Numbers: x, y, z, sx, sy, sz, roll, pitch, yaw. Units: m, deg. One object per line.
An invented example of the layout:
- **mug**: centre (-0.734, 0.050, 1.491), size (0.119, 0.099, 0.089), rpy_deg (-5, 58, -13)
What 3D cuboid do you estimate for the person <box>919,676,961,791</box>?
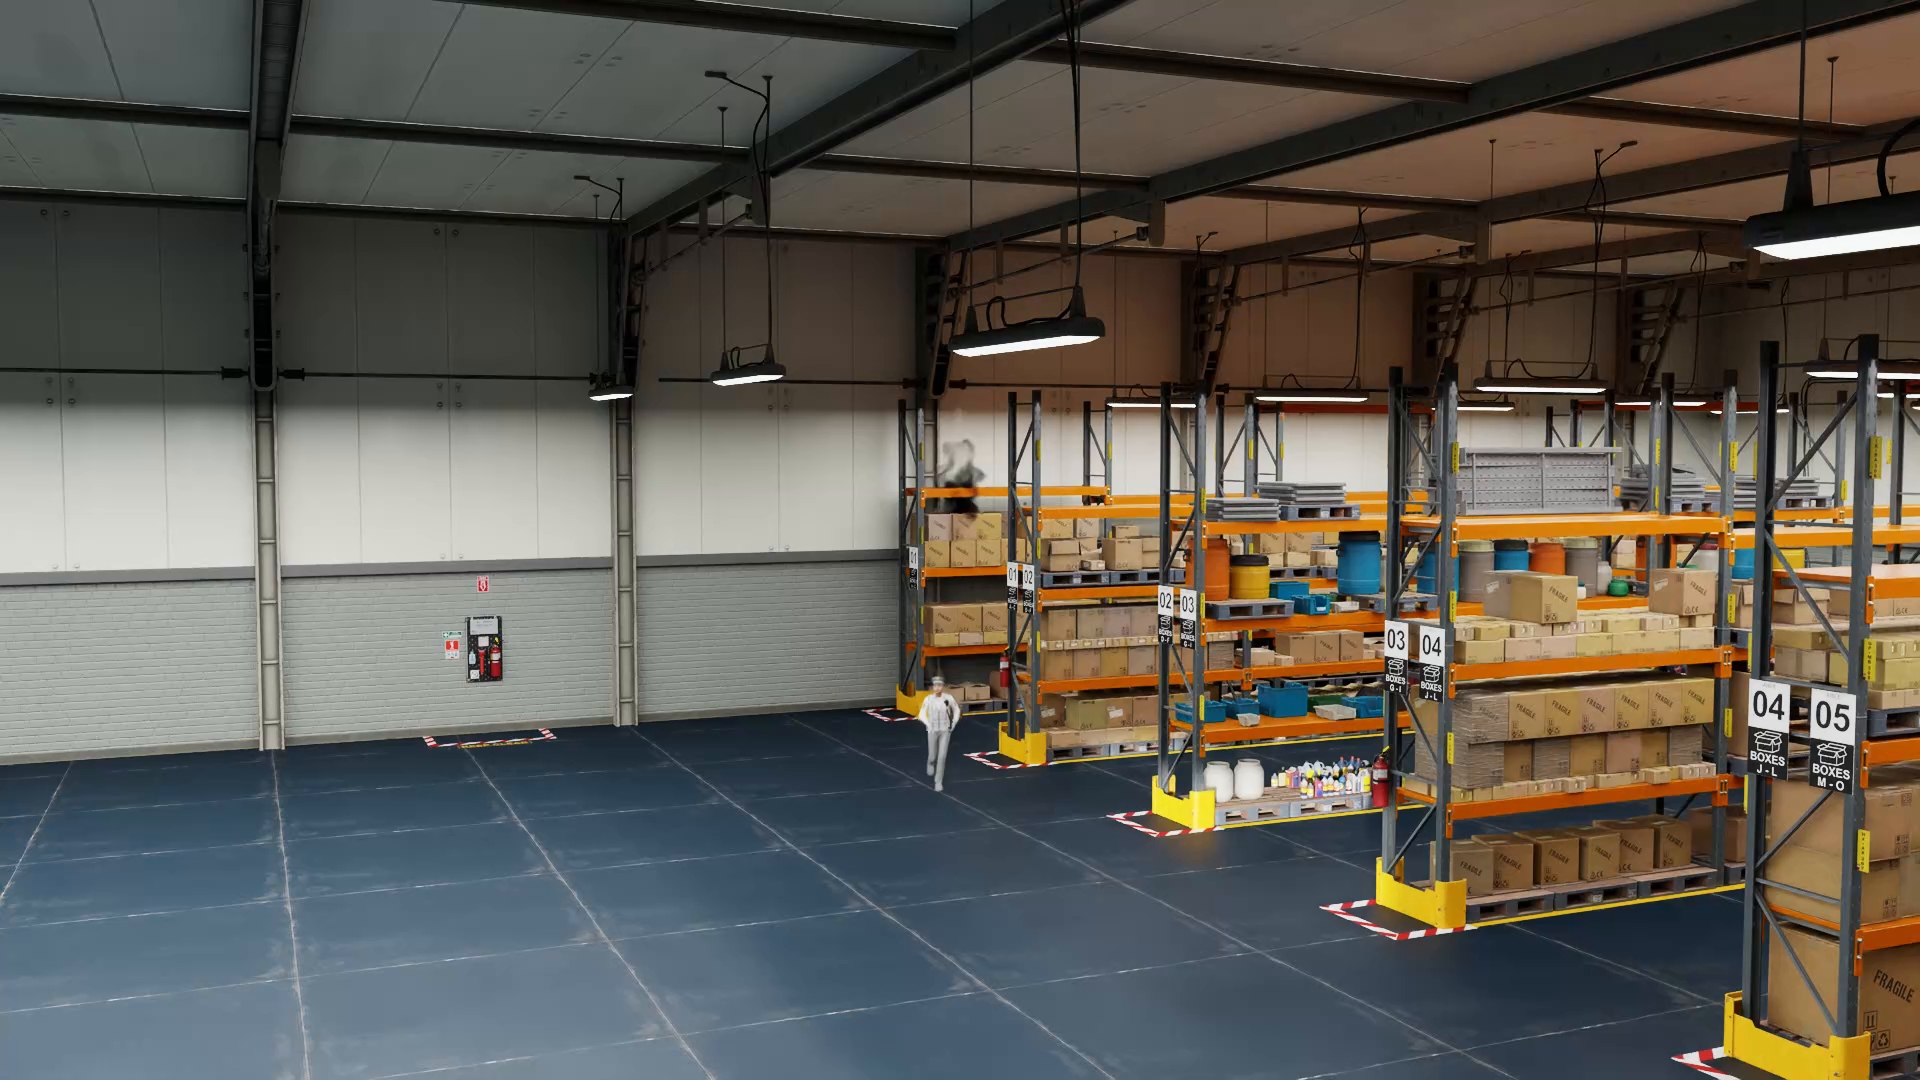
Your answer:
- **person**: centre (-0.300, 2.874, 25.012), size (0.624, 1.694, 0.769), rpy_deg (0, 3, 0)
